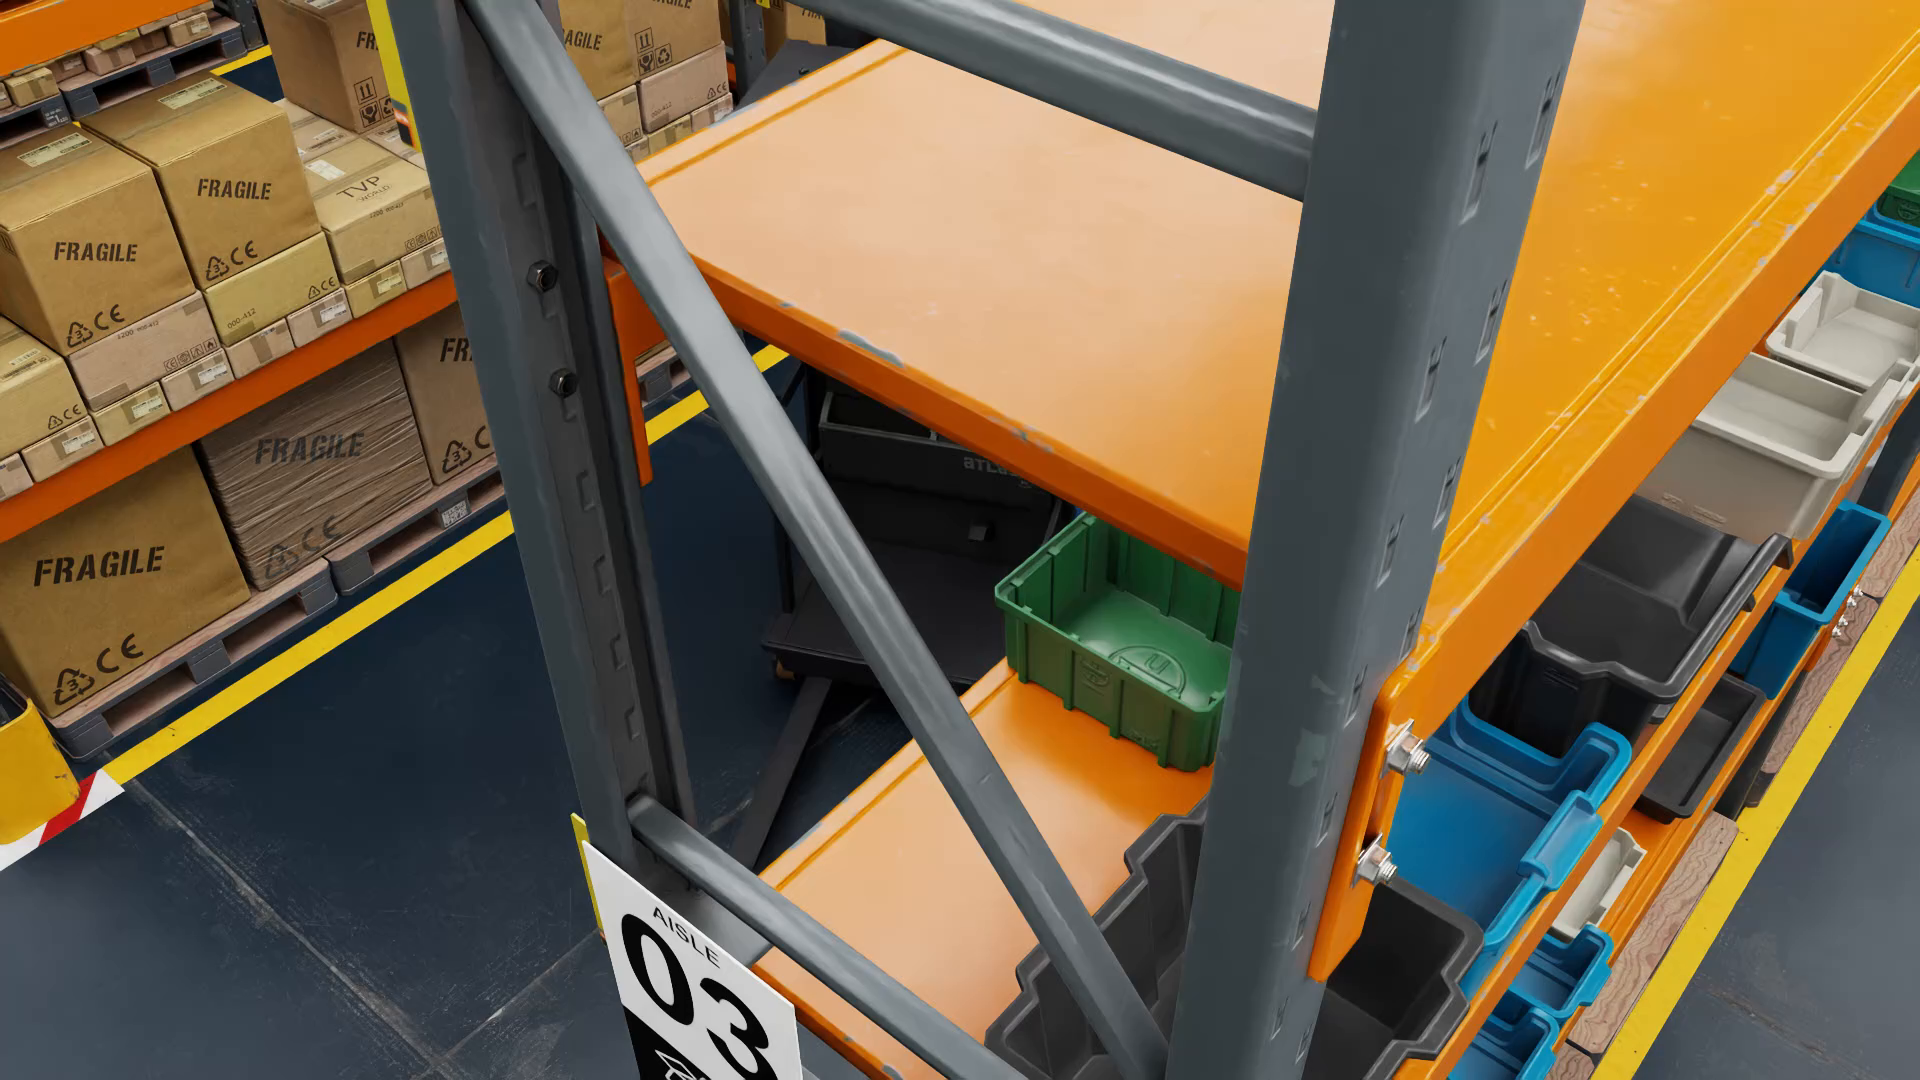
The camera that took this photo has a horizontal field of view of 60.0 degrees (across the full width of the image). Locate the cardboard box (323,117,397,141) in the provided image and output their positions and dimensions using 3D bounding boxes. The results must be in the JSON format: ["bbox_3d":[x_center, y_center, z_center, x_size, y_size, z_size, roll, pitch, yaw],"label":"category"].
[{"bbox_3d":[-2.459,-1.774,7.044,0.500,0.250,0.500,31,51,29],"label":"cardboard box"}]

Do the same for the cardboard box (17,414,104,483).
[{"bbox_3d":[-3.232,-0.391,5.819,0.380,0.149,0.250,29,50,28],"label":"cardboard box"}]

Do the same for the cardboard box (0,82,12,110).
[{"bbox_3d":[-5.912,-2.683,9.961,0.380,0.149,0.250,30,50,29],"label":"cardboard box"}]

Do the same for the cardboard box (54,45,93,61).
[{"bbox_3d":[-5.554,-3.104,10.202,0.380,0.149,0.250,30,50,29],"label":"cardboard box"}]

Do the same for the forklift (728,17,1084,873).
[{"bbox_3d":[-0.134,-0.636,5.953,1.130,2.935,3.031,10,43,11],"label":"forklift"}]

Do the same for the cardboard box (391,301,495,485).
[{"bbox_3d":[-2.368,-0.971,7.538,0.875,0.875,0.875,29,50,28],"label":"cardboard box"}]

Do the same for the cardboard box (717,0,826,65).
[{"bbox_3d":[-0.816,-2.536,7.918,0.500,0.500,0.500,30,50,29],"label":"cardboard box"}]

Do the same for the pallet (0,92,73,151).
[{"bbox_3d":[-6.225,-2.546,10.076,1.003,0.211,1.213,29,50,28],"label":"pallet"}]

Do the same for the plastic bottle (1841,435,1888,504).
[{"bbox_3d":[2.988,-0.270,5.536,0.144,0.351,0.185,29,50,28],"label":"plastic bottle"}]

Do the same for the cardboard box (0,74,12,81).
[{"bbox_3d":[-5.891,-2.835,9.907,0.380,0.149,0.250,27,49,27],"label":"cardboard box"}]

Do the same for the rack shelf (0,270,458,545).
[{"bbox_3d":[-2.590,-1.075,6.919,1.077,0.370,4.000,29,50,28],"label":"rack shelf"}]

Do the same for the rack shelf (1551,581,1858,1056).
[{"bbox_3d":[1.201,1.070,4.561,1.077,0.370,4.000,29,50,28],"label":"rack shelf"}]

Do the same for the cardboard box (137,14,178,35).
[{"bbox_3d":[-5.159,-3.336,10.458,0.380,0.149,0.250,27,49,27],"label":"cardboard box"}]

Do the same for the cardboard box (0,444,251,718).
[{"bbox_3d":[-3.527,-0.045,6.519,0.875,0.875,0.875,29,50,28],"label":"cardboard box"}]

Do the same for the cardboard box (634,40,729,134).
[{"bbox_3d":[-1.387,-2.084,7.385,0.500,0.250,0.500,29,49,28],"label":"cardboard box"}]

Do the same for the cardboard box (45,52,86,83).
[{"bbox_3d":[-5.641,-2.977,10.283,0.380,0.149,0.250,28,49,28],"label":"cardboard box"}]

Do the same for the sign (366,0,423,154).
[{"bbox_3d":[-0.518,-0.497,1.529,0.100,0.325,0.005,29,50,28],"label":"sign"}]

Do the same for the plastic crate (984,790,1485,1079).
[{"bbox_3d":[0.375,0.694,2.307,0.497,0.269,0.590,29,50,28],"label":"plastic crate"}]

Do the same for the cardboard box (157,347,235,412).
[{"bbox_3d":[-2.901,-0.658,6.113,0.380,0.149,0.250,29,50,28],"label":"cardboard box"}]

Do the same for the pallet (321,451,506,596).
[{"bbox_3d":[-2.637,-0.350,7.661,1.003,0.211,1.213,29,50,28],"label":"pallet"}]

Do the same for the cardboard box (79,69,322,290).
[{"bbox_3d":[-2.711,-1.300,5.966,0.500,0.500,0.500,28,49,27],"label":"cardboard box"}]

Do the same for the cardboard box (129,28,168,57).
[{"bbox_3d":[-5.257,-3.224,10.555,0.380,0.149,0.250,31,51,29],"label":"cardboard box"}]

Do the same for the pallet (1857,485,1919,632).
[{"bbox_3d":[3.801,-0.205,7.501,1.003,0.211,1.213,29,50,28],"label":"pallet"}]

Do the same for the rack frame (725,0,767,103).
[{"bbox_3d":[-1.303,-2.371,7.810,1.000,3.000,0.127,29,50,28],"label":"rack frame"}]

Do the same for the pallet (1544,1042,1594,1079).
[{"bbox_3d":[1.259,1.832,5.261,1.003,0.211,1.213,29,50,28],"label":"pallet"}]

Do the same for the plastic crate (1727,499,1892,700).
[{"bbox_3d":[2.448,0.145,5.010,0.392,0.384,0.575,29,50,28],"label":"plastic crate"}]

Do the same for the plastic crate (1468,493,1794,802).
[{"bbox_3d":[1.107,0.079,2.932,0.504,0.338,0.767,29,50,28],"label":"plastic crate"}]

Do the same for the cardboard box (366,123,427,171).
[{"bbox_3d":[-2.046,-1.554,6.802,0.500,0.250,0.500,31,50,29],"label":"cardboard box"}]

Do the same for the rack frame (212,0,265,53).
[{"bbox_3d":[-5.035,-4.570,10.229,1.000,3.000,0.127,29,50,28],"label":"rack frame"}]

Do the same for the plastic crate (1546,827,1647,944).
[{"bbox_3d":[1.597,0.876,4.391,0.293,0.136,0.466,29,50,28],"label":"plastic crate"}]

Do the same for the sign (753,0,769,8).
[{"bbox_3d":[-0.877,-2.481,7.229,0.100,0.325,0.005,29,50,28],"label":"sign"}]

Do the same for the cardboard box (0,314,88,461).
[{"bbox_3d":[-3.362,-0.496,5.638,0.500,0.250,0.500,28,49,27],"label":"cardboard box"}]

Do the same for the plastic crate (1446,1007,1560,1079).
[{"bbox_3d":[1.172,1.210,3.951,0.416,0.233,0.300,29,50,28],"label":"plastic crate"}]

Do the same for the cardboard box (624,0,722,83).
[{"bbox_3d":[-1.394,-2.350,7.120,0.500,0.500,0.500,31,51,30],"label":"cardboard box"}]

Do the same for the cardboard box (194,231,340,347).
[{"bbox_3d":[-2.706,-1.024,6.219,0.500,0.250,0.500,28,49,27],"label":"cardboard box"}]

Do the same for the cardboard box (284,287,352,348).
[{"bbox_3d":[-2.571,-0.921,6.403,0.380,0.149,0.250,29,50,28],"label":"cardboard box"}]

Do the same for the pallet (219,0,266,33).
[{"bbox_3d":[-4.535,-3.940,11.609,1.003,0.211,1.213,29,50,28],"label":"pallet"}]

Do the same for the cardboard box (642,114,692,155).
[{"bbox_3d":[-1.415,-1.846,7.420,0.380,0.149,0.250,30,50,29],"label":"cardboard box"}]

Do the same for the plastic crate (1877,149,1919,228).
[{"bbox_3d":[2.446,-0.909,4.130,0.450,0.188,0.662,29,50,28],"label":"plastic crate"}]

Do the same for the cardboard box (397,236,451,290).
[{"bbox_3d":[-2.240,-1.187,6.694,0.380,0.149,0.250,30,50,29],"label":"cardboard box"}]

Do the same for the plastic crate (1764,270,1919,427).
[{"bbox_3d":[1.960,-0.419,3.630,0.293,0.136,0.466,29,50,28],"label":"plastic crate"}]

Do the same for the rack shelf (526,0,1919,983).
[{"bbox_3d":[1.201,-1.002,2.677,1.077,0.370,4.000,29,50,28],"label":"rack shelf"}]

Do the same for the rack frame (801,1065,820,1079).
[{"bbox_3d":[-0.087,1.833,3.186,1.000,3.000,0.127,29,50,28],"label":"rack frame"}]
